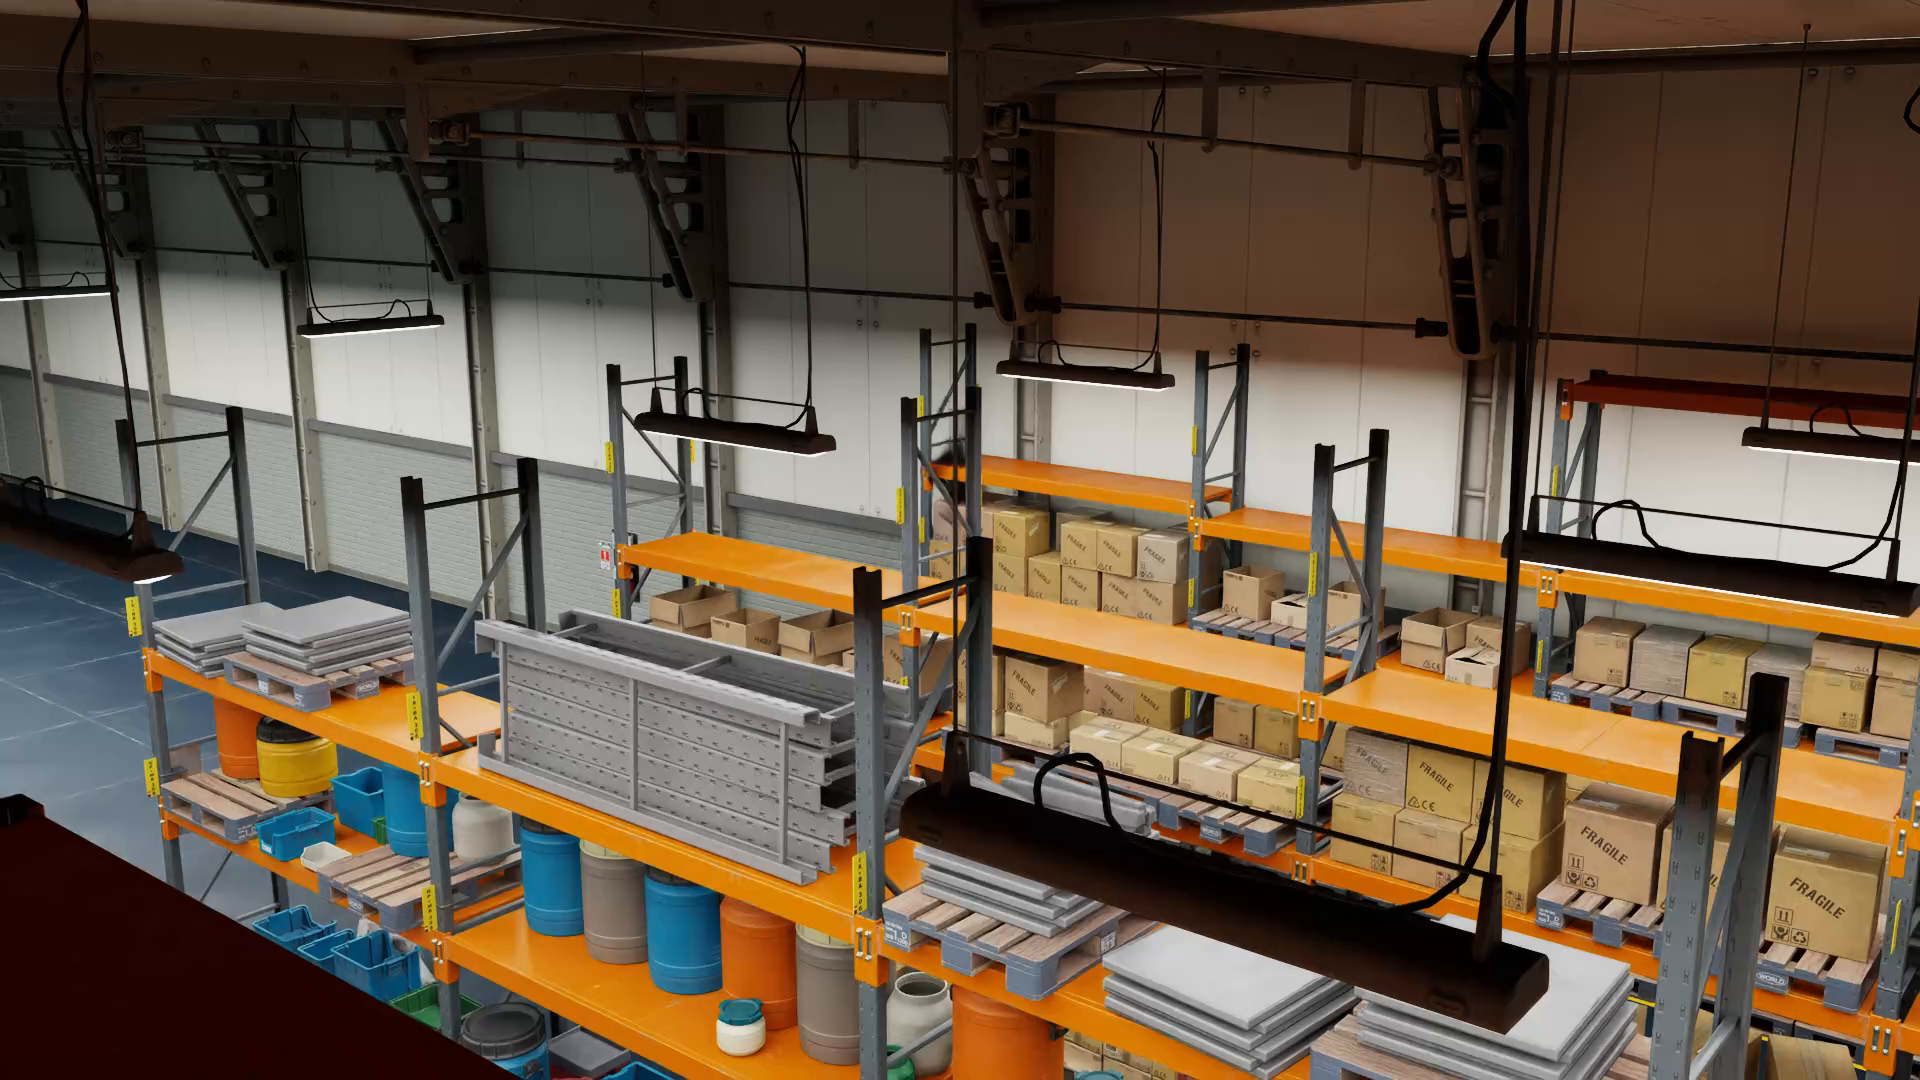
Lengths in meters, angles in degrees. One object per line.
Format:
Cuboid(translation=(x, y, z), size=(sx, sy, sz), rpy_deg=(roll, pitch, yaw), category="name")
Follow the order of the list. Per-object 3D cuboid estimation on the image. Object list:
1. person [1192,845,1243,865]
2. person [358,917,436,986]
Cuboid(translation=(2.483, 3.527, 16.785), size=(0.670, 1.708, 0.657), rpy_deg=(8, 15, 33), category="person")
Cuboid(translation=(-5.340, 3.758, 15.902), size=(0.688, 1.605, 0.770), rpy_deg=(11, 17, 42), category="person")
